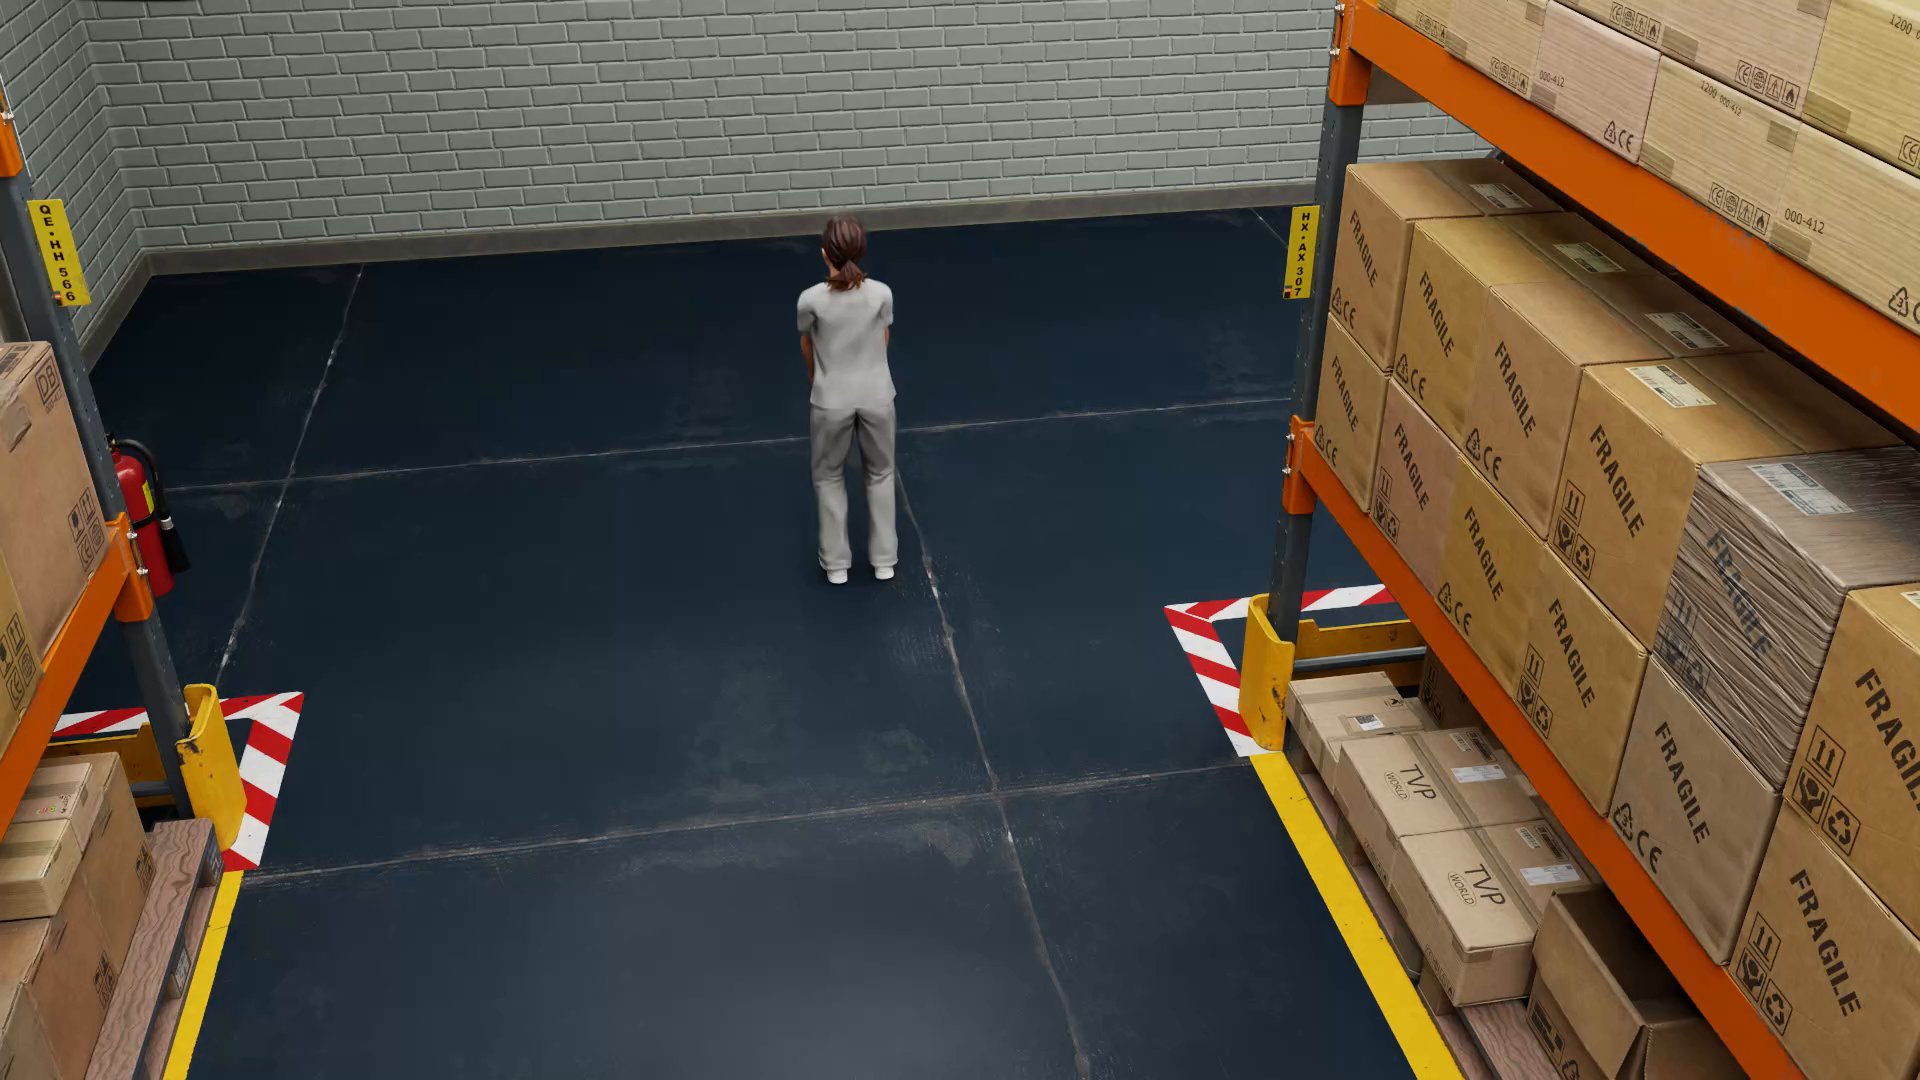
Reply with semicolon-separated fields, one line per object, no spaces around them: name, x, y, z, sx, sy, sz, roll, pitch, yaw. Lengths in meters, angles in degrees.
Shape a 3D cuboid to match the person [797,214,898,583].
person;-0.488;-0.579;7.220;0.411;1.564;0.500;-6;31;-10
